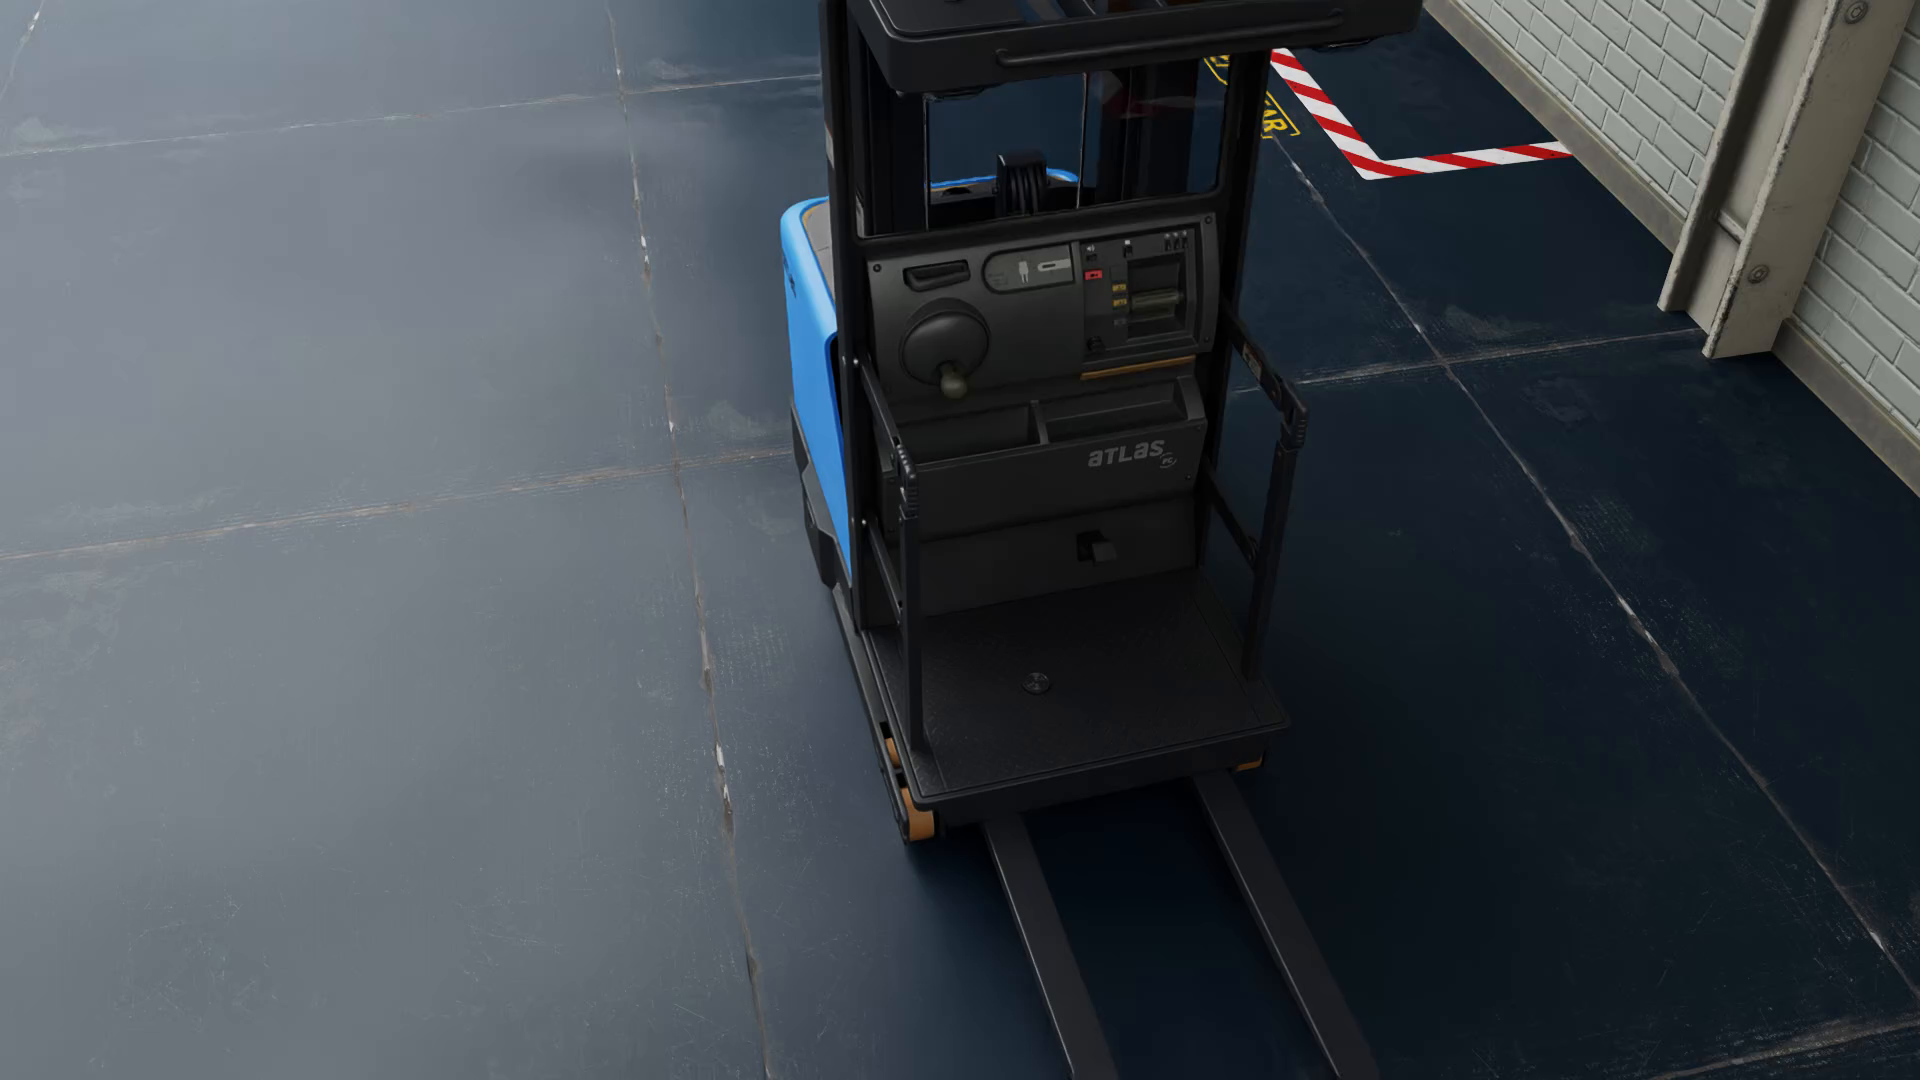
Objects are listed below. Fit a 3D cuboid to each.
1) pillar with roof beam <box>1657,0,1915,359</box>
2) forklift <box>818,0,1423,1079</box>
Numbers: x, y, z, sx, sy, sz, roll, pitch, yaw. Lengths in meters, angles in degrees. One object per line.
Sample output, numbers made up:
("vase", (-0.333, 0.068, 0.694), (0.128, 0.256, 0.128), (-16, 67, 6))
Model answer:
("pillar with roof beam", (-1.145, -3.612, 3.041), (9.100, 9.000, 0.400), (-8, 42, -9))
("forklift", (0.273, -0.523, 4.131), (1.110, 2.935, 3.031), (-10, 43, -11))
